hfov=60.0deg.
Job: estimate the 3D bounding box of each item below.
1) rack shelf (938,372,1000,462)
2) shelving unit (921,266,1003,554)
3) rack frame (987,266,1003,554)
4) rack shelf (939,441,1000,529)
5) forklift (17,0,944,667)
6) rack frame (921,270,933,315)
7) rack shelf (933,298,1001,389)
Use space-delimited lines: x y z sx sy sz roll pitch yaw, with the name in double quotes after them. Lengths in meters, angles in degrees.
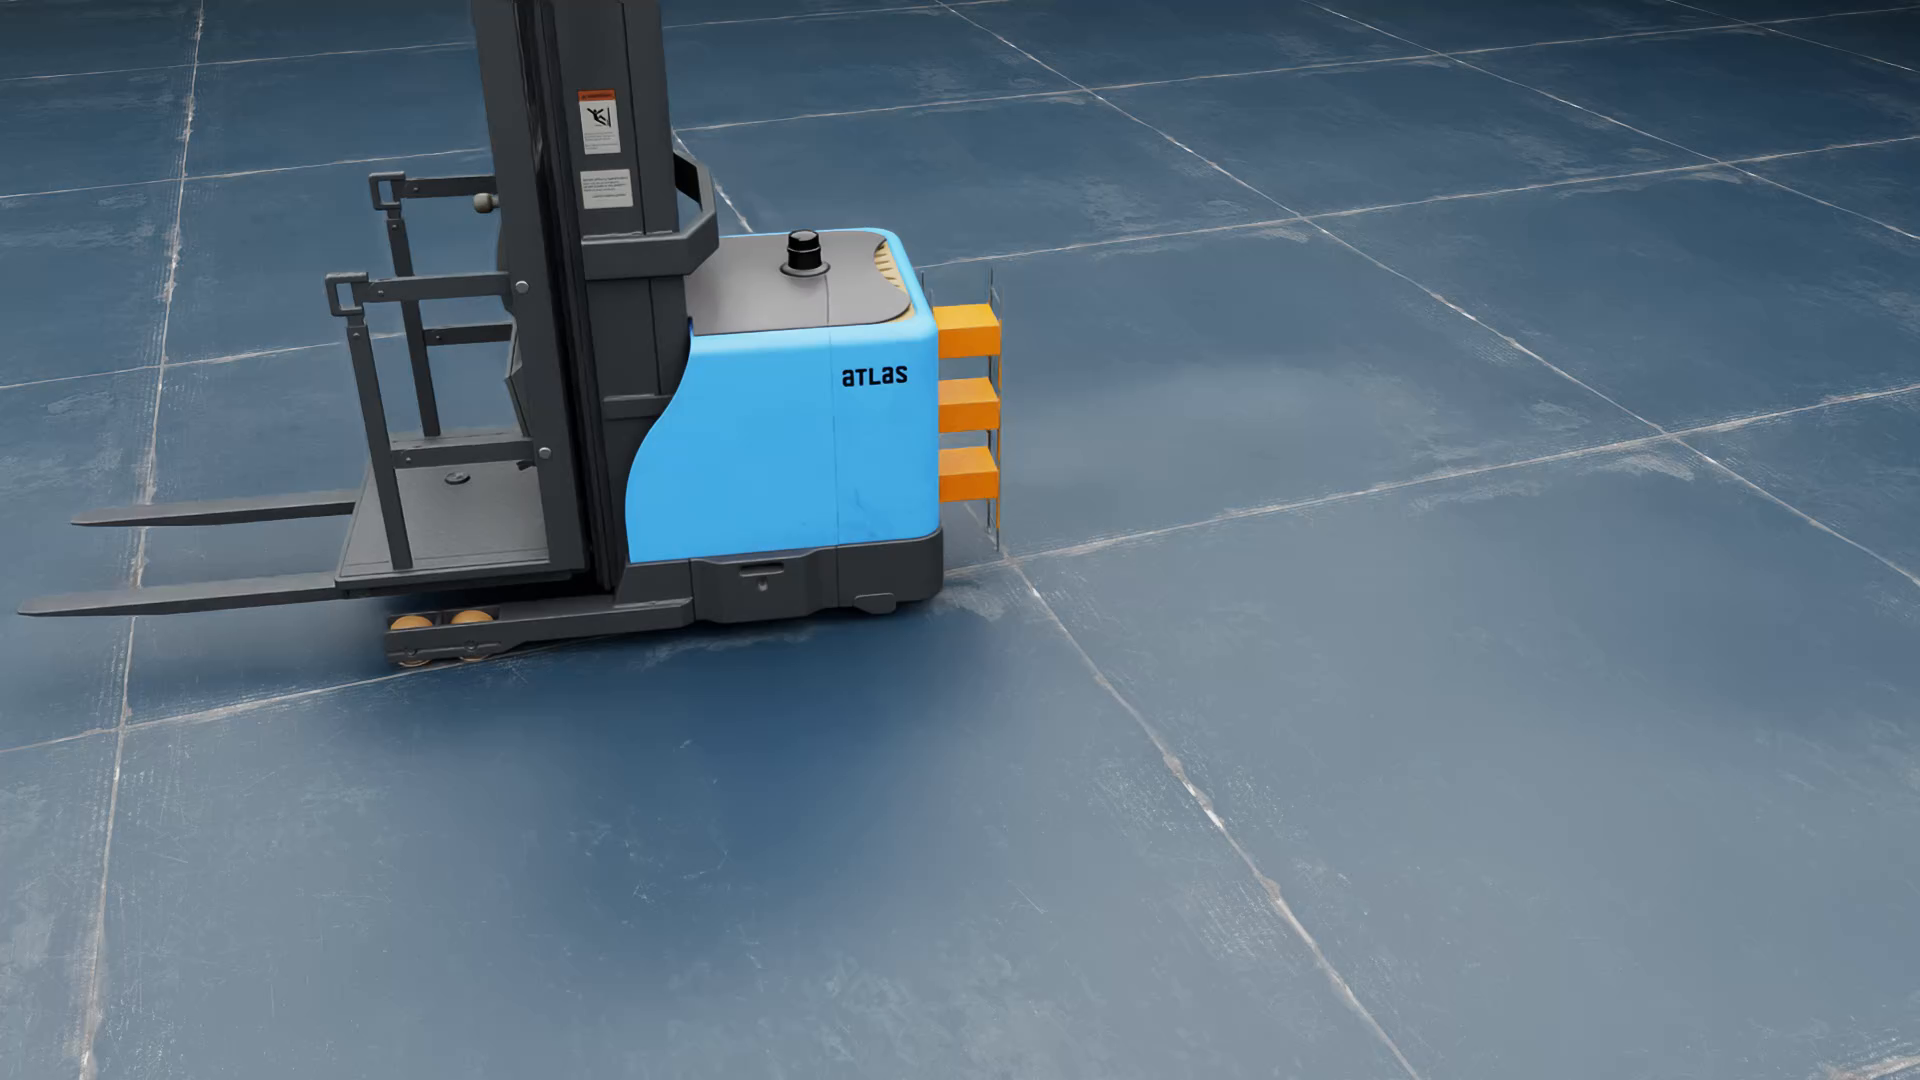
0.006 -0.434 5.972 0.240 0.259 0.215 -5 30 -9 "rack shelf"
0.006 -0.443 5.967 0.252 1.050 0.215 -5 30 -9 "shelving unit"
0.126 -0.454 5.985 0.008 1.050 0.200 -5 30 -9 "rack frame"
0.006 -0.192 6.110 0.240 0.259 0.215 -5 30 -9 "rack shelf"
-1.624 -1.137 5.285 3.031 2.935 1.130 -5 30 -9 "forklift"
-0.114 -0.432 5.948 0.008 1.050 0.200 -5 30 -9 "rack frame"
0.006 -0.680 5.831 0.240 0.259 0.215 -5 30 -9 "rack shelf"
